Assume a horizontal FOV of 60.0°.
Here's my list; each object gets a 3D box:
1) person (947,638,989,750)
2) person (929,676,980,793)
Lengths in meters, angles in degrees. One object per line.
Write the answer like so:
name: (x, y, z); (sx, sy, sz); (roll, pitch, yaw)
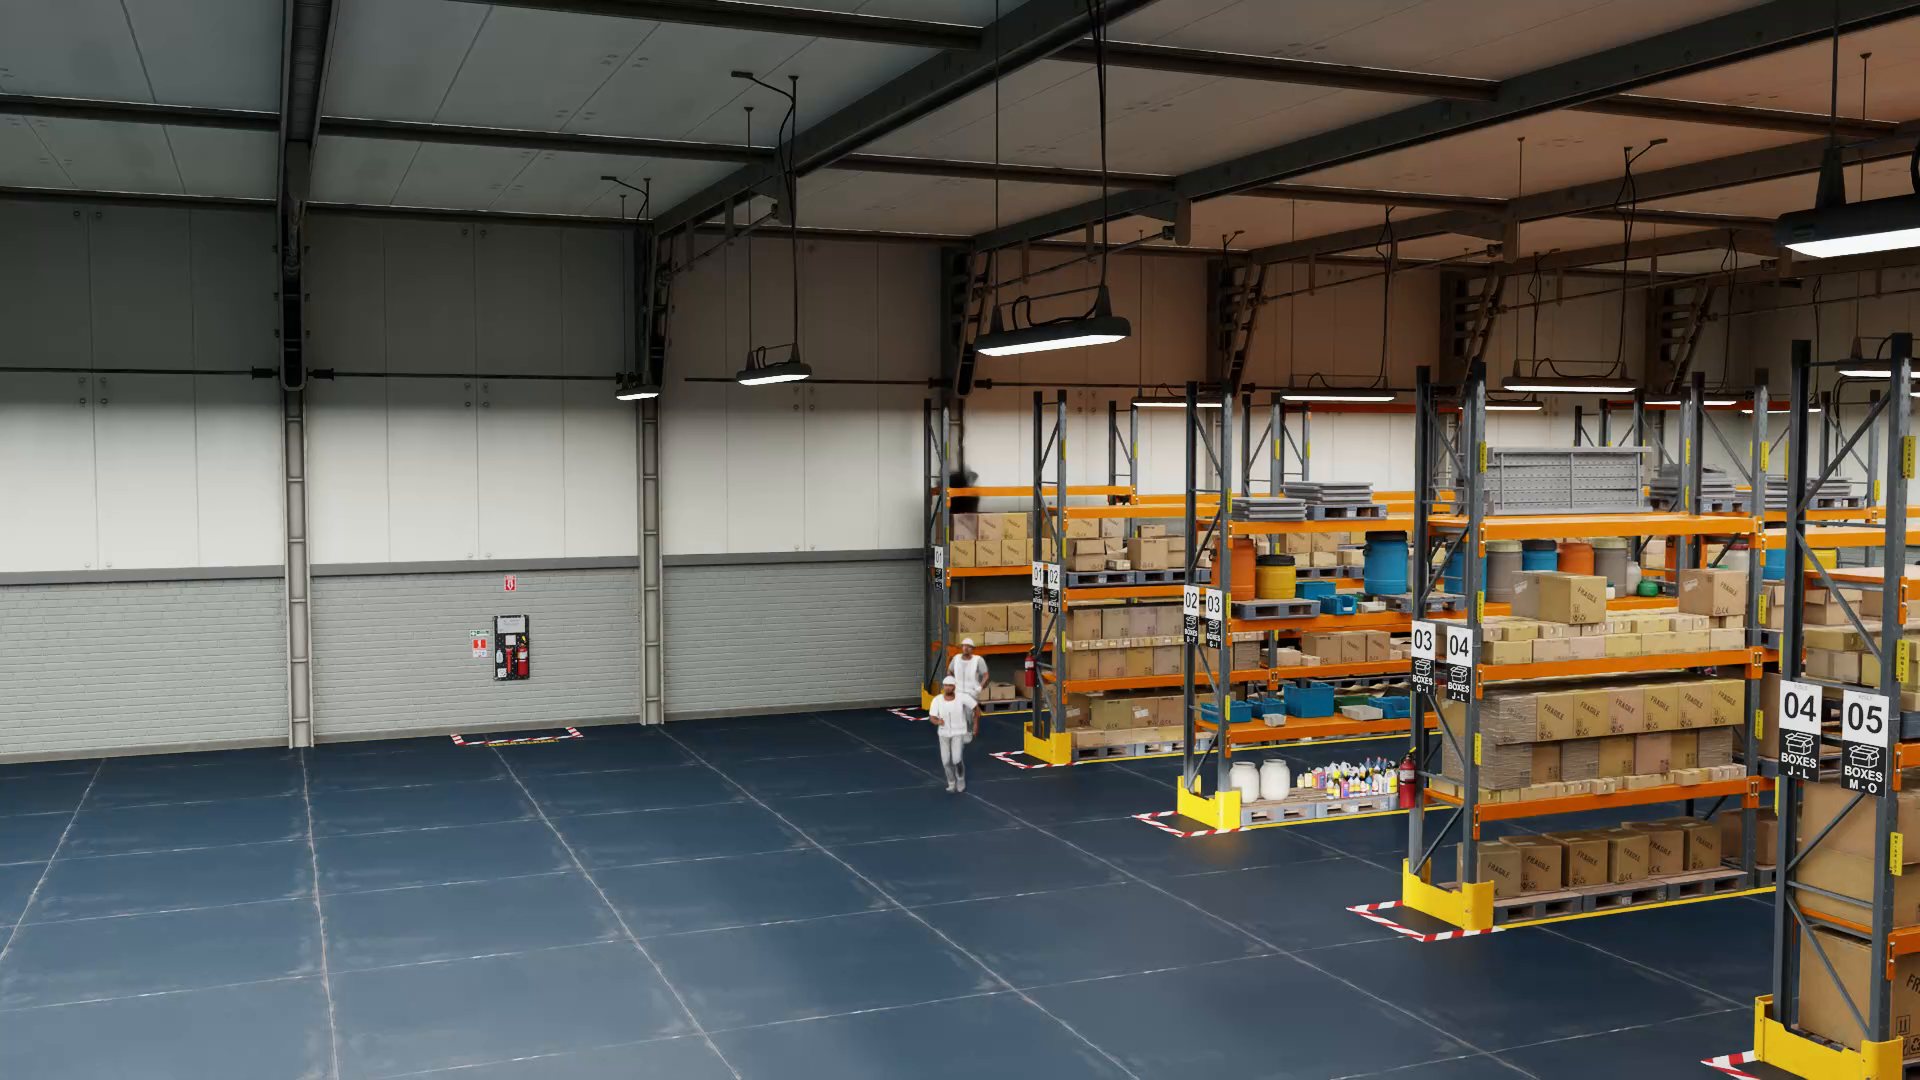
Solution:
person: (0.106, 2.452, 26.635); (0.708, 1.766, 0.711); (1, 3, 13)
person: (-0.106, 2.852, 24.289); (0.698, 1.739, 0.684); (1, 3, 12)
